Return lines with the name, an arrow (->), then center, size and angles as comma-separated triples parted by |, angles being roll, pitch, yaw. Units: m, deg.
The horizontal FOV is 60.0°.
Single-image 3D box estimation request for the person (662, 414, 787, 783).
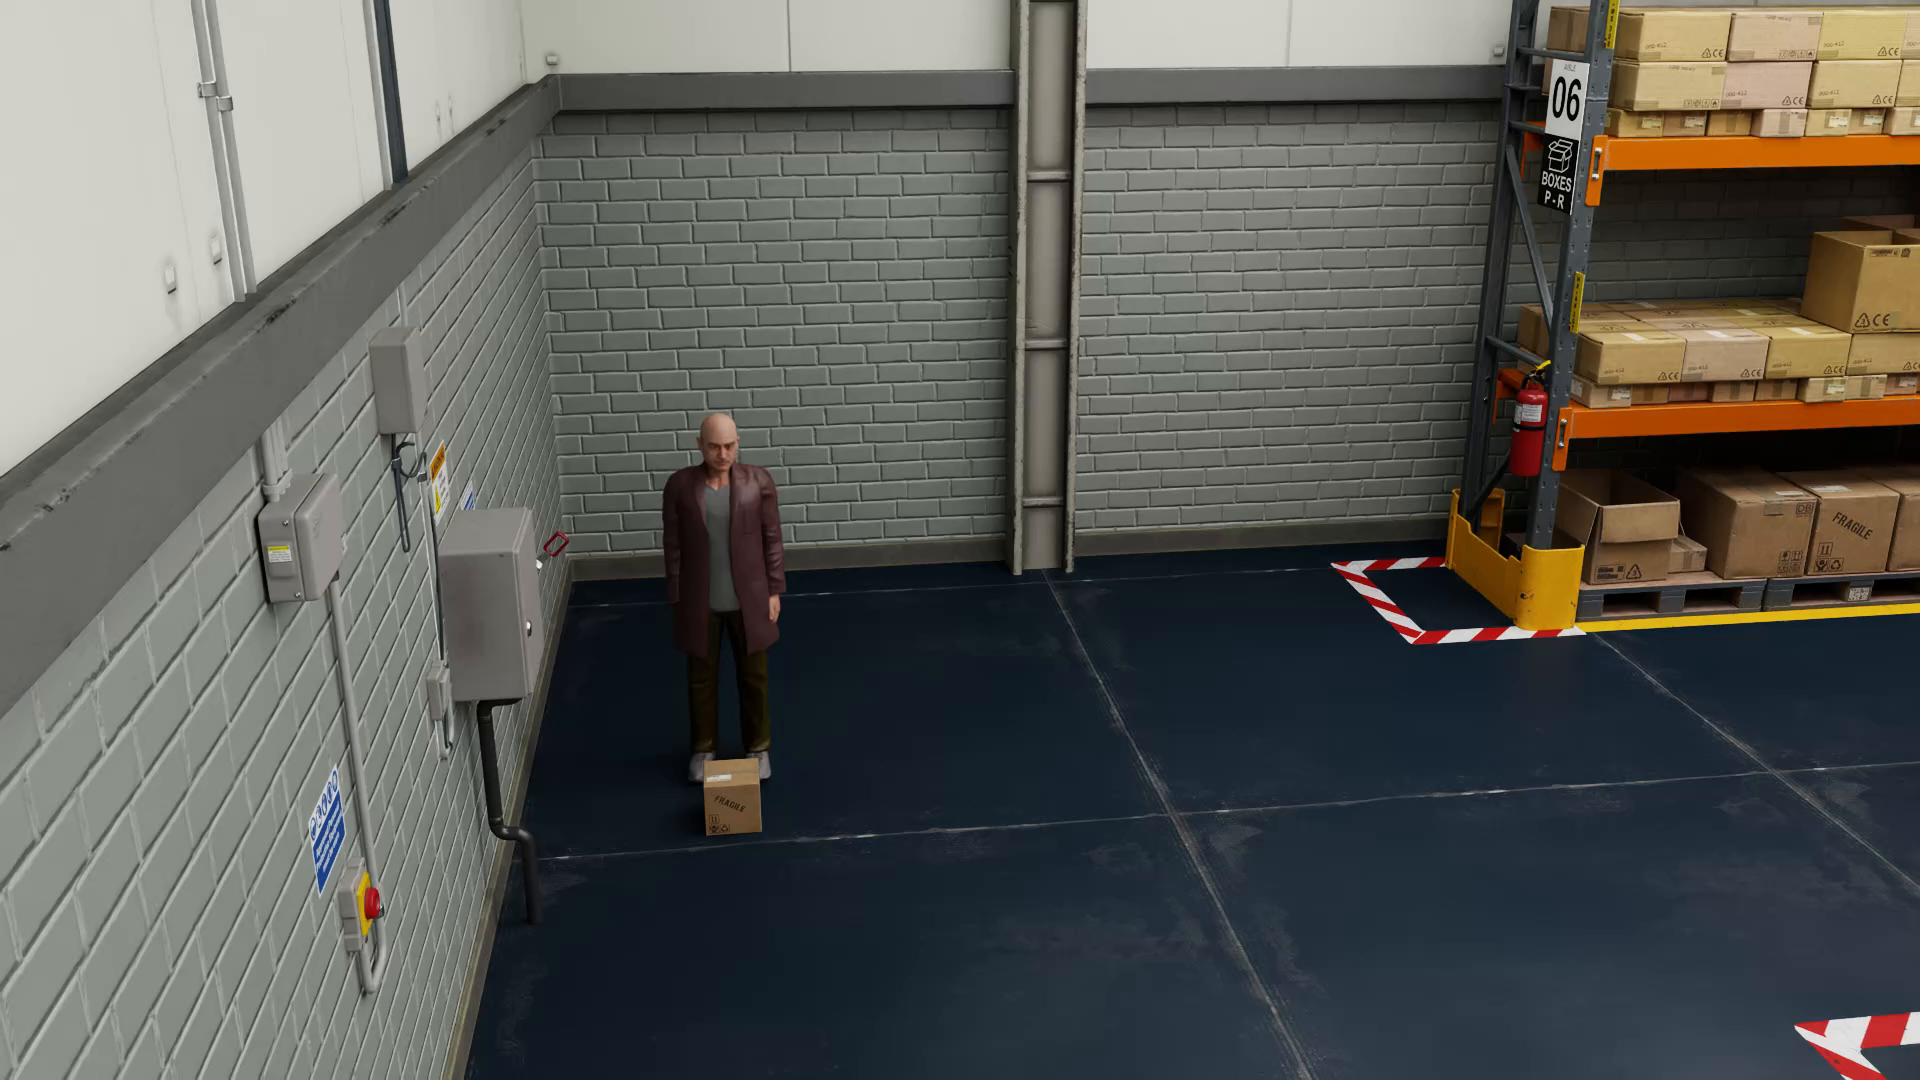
person -> -1.096, 0.279, 7.813 | 0.564, 1.778, 0.376 | -2, 20, -7
